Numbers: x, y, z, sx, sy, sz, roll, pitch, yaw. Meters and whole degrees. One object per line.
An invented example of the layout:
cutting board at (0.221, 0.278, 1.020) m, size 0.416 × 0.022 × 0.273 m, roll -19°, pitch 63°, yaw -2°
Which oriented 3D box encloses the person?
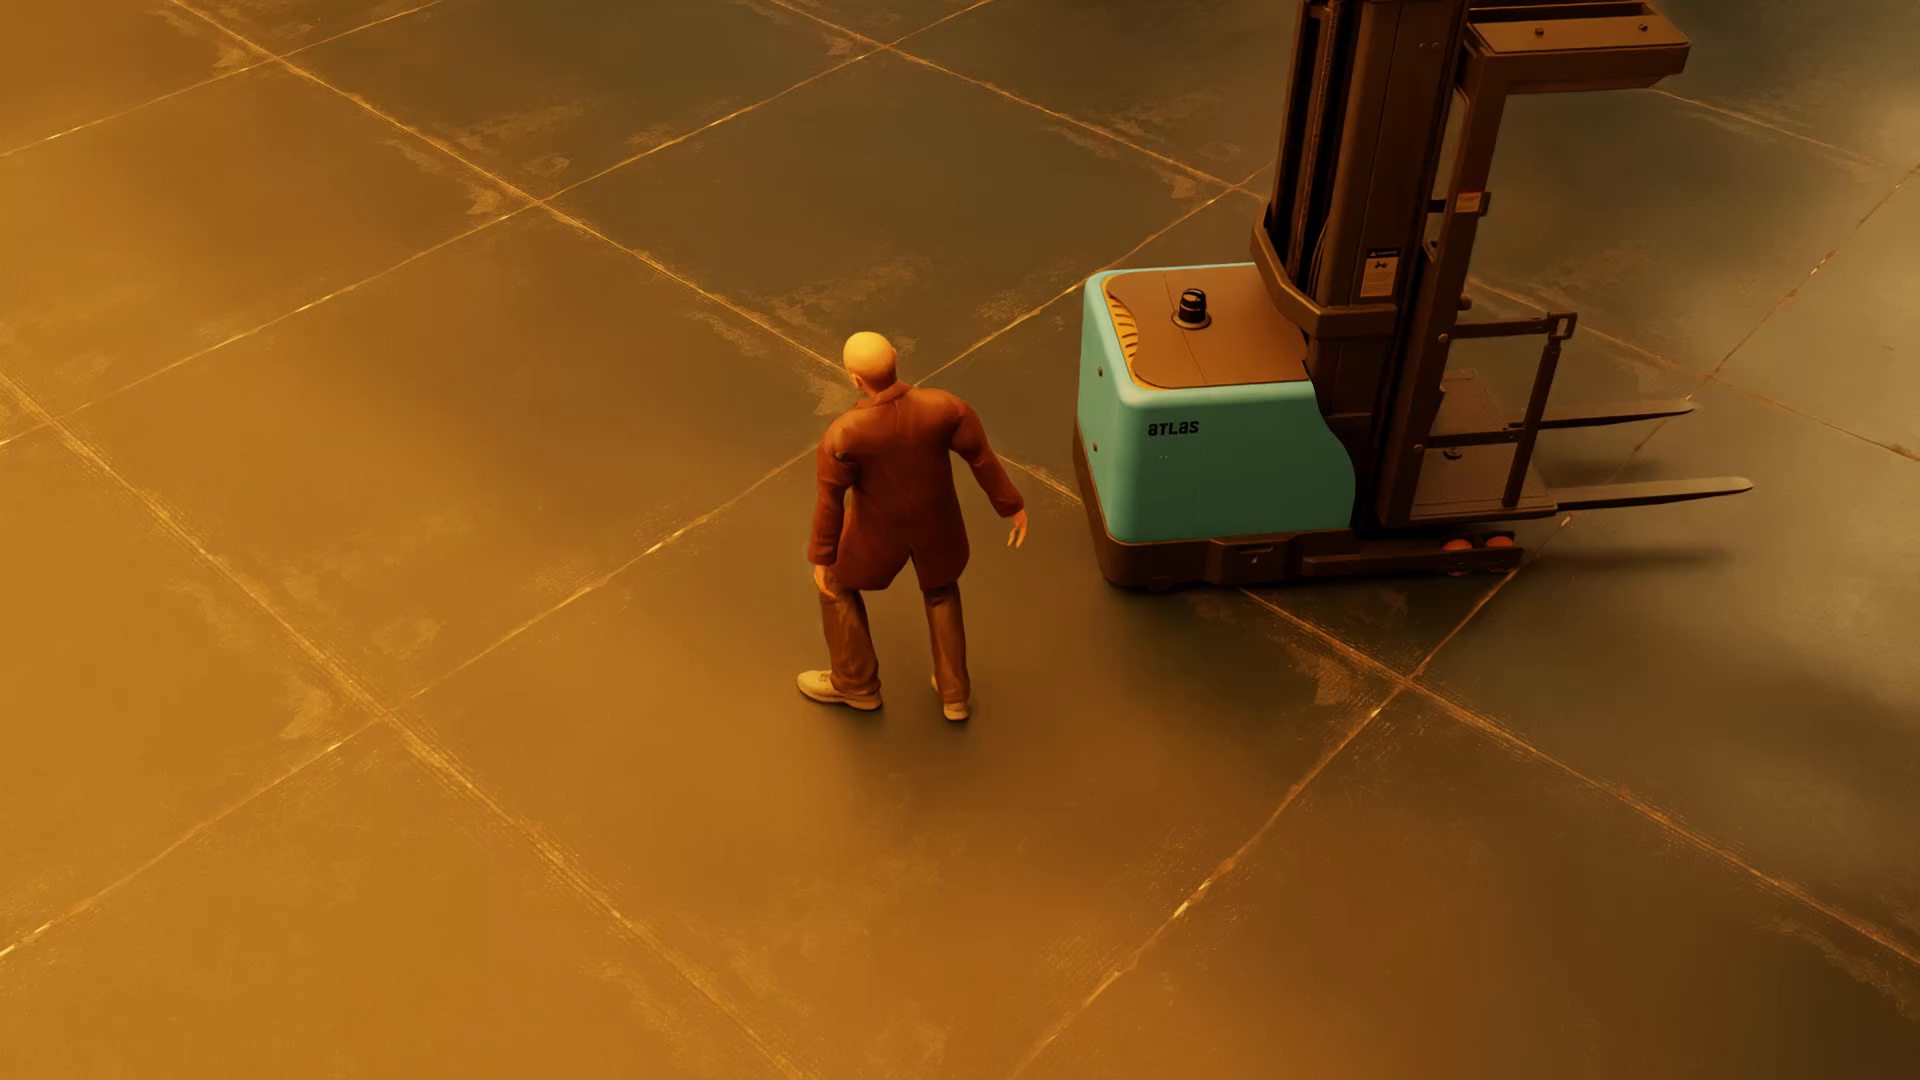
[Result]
person at (-0.203, -0.019, 6.429) m, size 0.934 × 1.758 × 0.552 m, roll -8°, pitch 41°, yaw -9°

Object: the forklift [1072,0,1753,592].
forklift at (2.095, -1.293, 6.935) m, size 3.031 × 2.935 × 1.130 m, roll -4°, pitch 41°, yaw -5°
